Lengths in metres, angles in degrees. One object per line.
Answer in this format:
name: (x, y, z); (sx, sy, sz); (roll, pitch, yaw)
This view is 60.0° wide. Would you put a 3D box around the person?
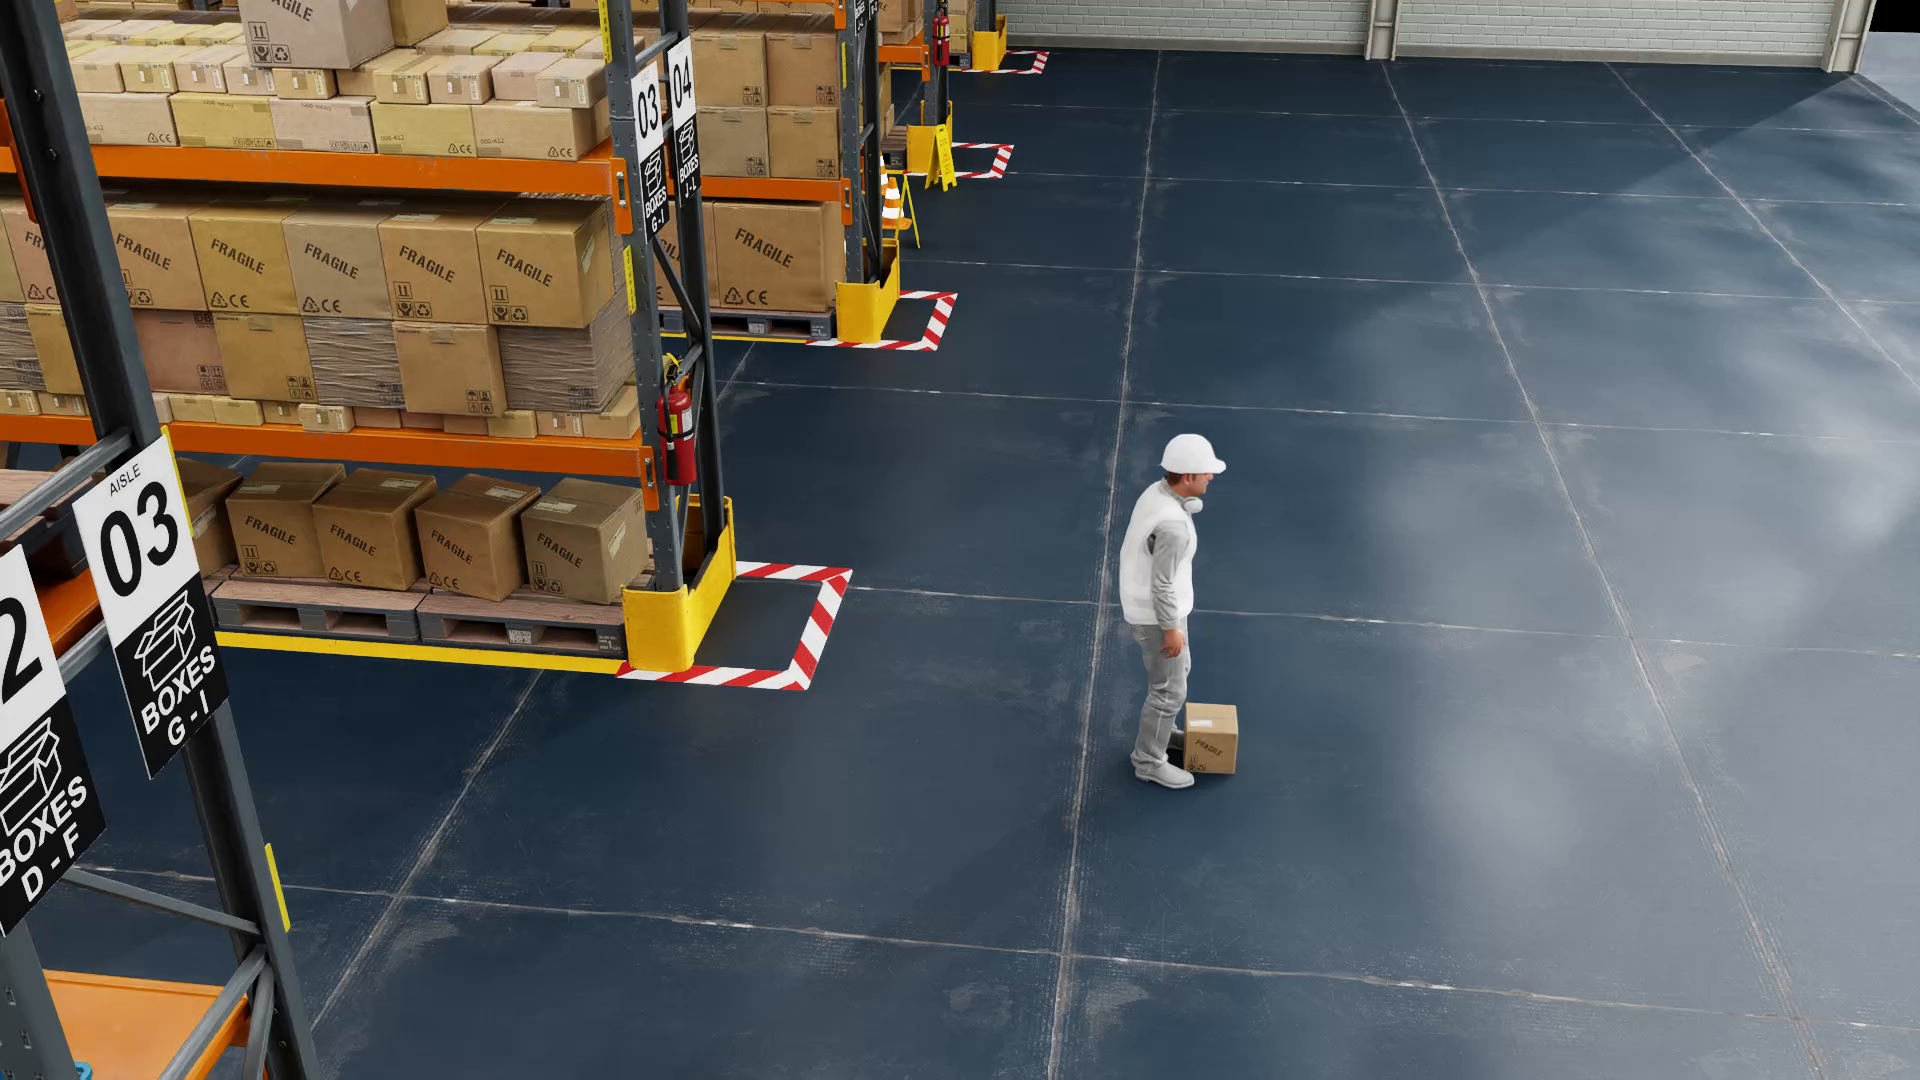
person: (0.997, 0.315, 8.012); (0.476, 1.766, 0.581); (2, 28, 4)
